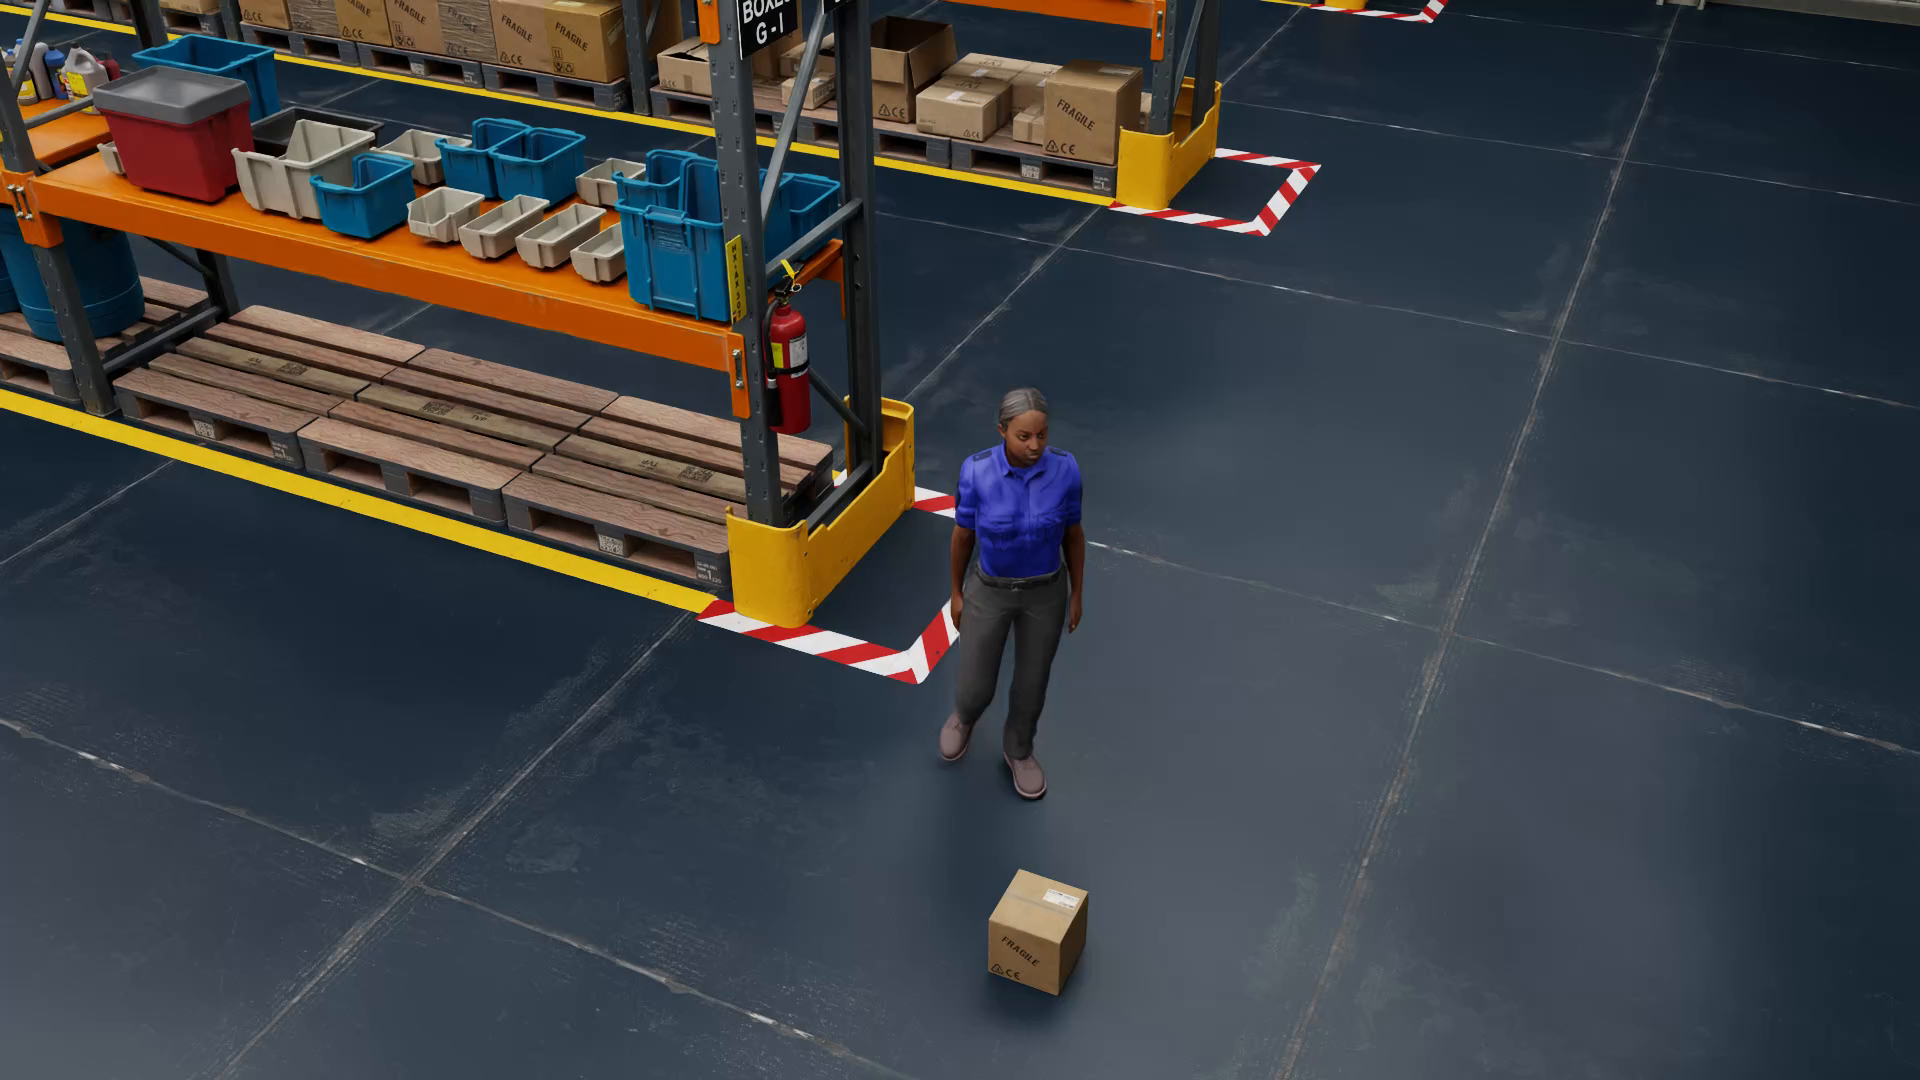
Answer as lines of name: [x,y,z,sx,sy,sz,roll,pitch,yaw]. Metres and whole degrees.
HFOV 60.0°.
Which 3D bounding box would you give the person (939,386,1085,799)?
person: [0.178,0.177,5.876,0.505,1.656,0.452,-4,34,-7]
